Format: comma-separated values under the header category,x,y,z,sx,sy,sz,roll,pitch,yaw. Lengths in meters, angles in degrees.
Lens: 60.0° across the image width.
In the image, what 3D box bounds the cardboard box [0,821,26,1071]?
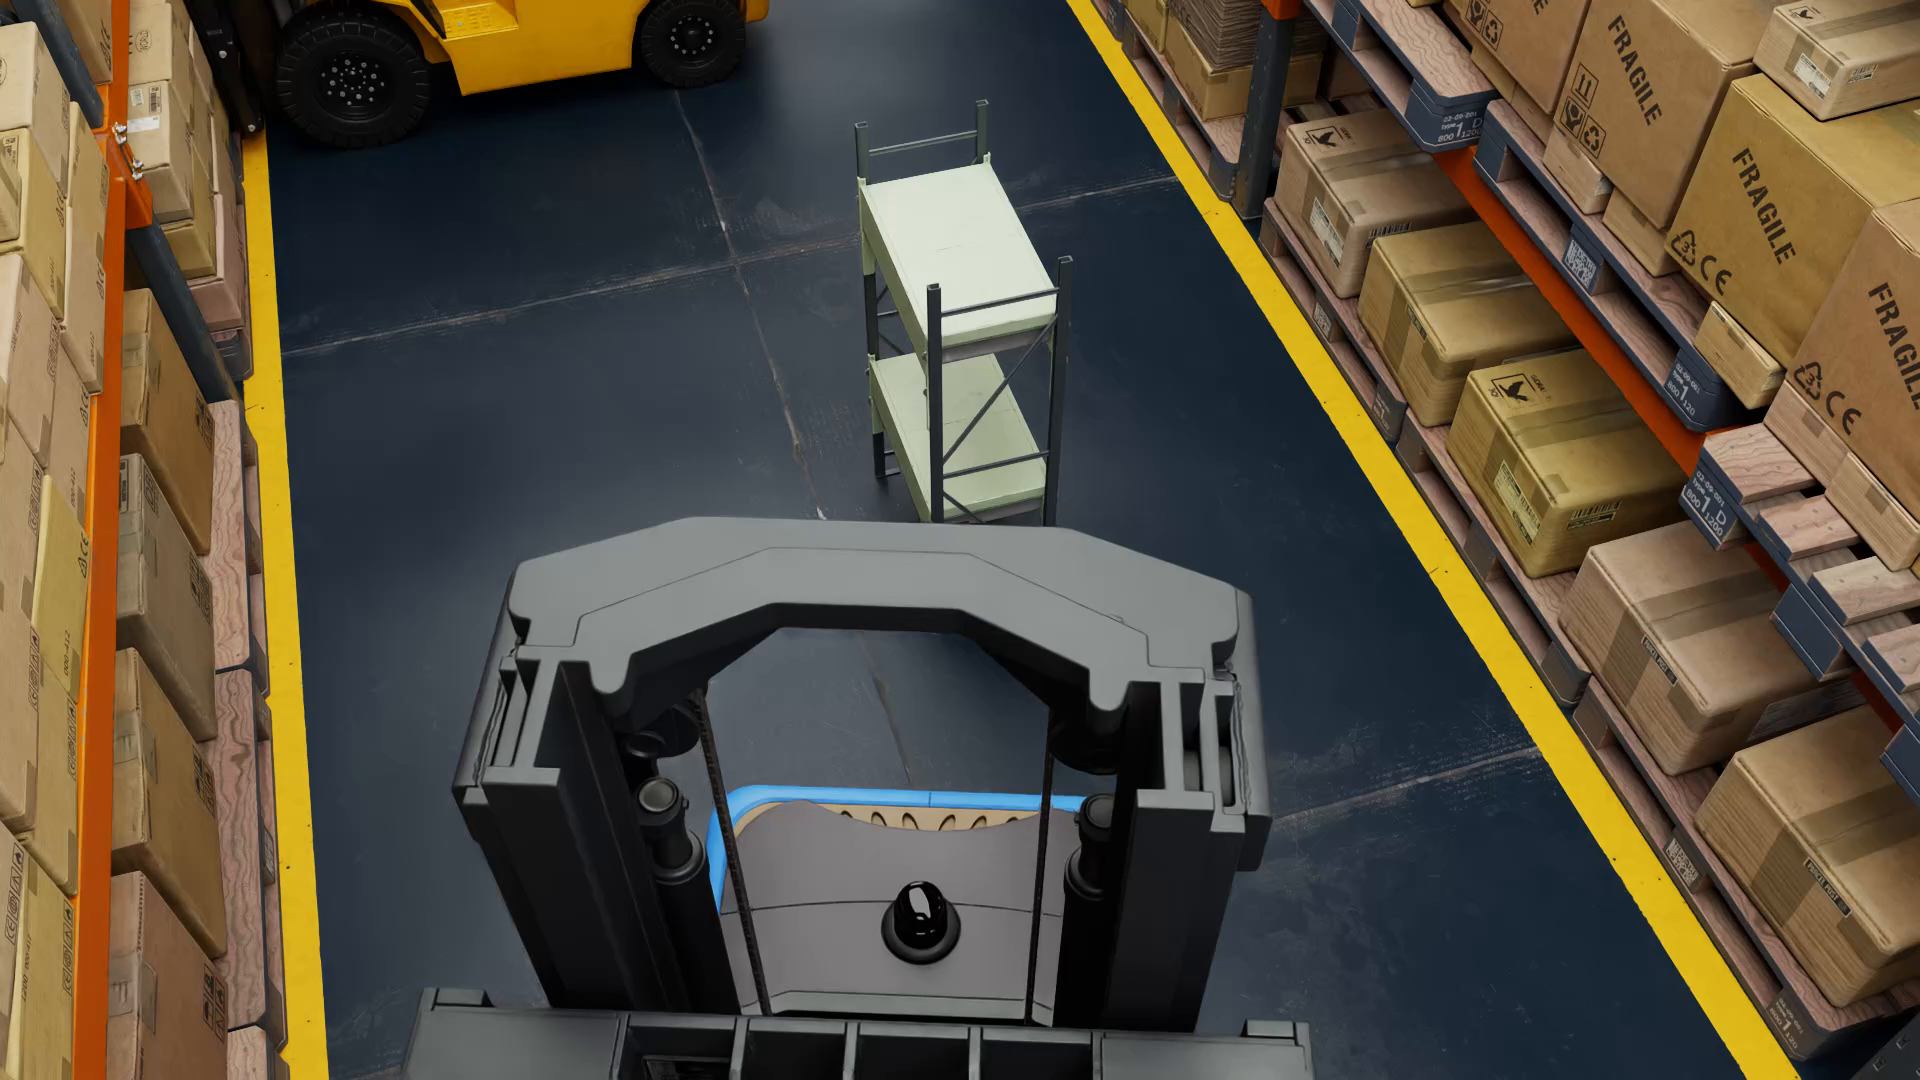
category,x,y,z,sx,sy,sz,roll,pitch,yaw
cardboard box,-1.978,0.754,2.924,0.500,0.250,0.500,-12,51,-10

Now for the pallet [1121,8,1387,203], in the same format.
category,x,y,z,sx,sy,sz,roll,pitch,yaw
pallet,1.392,-2.018,7.314,1.003,0.211,1.213,-13,51,-11

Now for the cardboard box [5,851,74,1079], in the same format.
category,x,y,z,sx,sy,sz,roll,pitch,yaw
cardboard box,-1.975,0.912,3.117,0.500,0.250,0.500,-14,51,-12

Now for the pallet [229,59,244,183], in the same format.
category,x,y,z,sx,sy,sz,roll,pitch,yaw
pallet,-3.675,-1.894,7.208,1.003,0.211,1.213,-13,51,-11

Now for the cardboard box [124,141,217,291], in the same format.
category,x,y,z,sx,sy,sz,roll,pitch,yaw
cardboard box,-2.964,-1.143,5.948,0.500,0.250,0.500,-14,51,-11

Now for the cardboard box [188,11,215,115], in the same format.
category,x,y,z,sx,sy,sz,roll,pitch,yaw
cardboard box,-3.252,-1.880,6.570,0.500,0.250,0.500,-14,51,-11

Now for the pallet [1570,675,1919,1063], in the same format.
category,x,y,z,sx,sy,sz,roll,pitch,yaw
pallet,2.578,0.814,4.925,1.003,0.211,1.213,-13,51,-11

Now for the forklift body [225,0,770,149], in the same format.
category,x,y,z,sx,sy,sz,roll,pitch,yaw
forklift body,-1.995,-2.985,6.860,2.313,2.155,1.214,-13,51,-11

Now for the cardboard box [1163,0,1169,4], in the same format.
category,x,y,z,sx,sy,sz,roll,pitch,yaw
cardboard box,1.041,-2.668,7.071,0.500,0.500,0.500,-12,51,-10

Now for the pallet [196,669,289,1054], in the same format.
category,x,y,z,sx,sy,sz,roll,pitch,yaw
pallet,-2.496,1.011,4.760,1.003,0.211,1.213,-13,51,-11

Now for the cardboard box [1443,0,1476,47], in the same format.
category,x,y,z,sx,sy,sz,roll,pitch,yaw
cardboard box,1.709,-1.640,5.060,0.380,0.149,0.250,-10,51,-9

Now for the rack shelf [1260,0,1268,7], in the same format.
category,x,y,z,sx,sy,sz,roll,pitch,yaw
rack shelf,1.033,-3.664,7.347,1.077,0.370,4.000,-13,51,-11

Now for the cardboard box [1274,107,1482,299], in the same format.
category,x,y,z,sx,sy,sz,roll,pitch,yaw
cardboard box,1.782,-1.341,6.362,0.950,0.372,0.625,-13,51,-11

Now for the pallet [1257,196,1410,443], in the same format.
category,x,y,z,sx,sy,sz,roll,pitch,yaw
pallet,1.856,-0.968,6.428,1.003,0.211,1.213,-13,51,-11

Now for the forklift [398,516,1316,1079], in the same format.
category,x,y,z,sx,sy,sz,roll,pitch,yaw
forklift,-0.130,1.459,2.603,1.130,2.935,3.031,2,50,2

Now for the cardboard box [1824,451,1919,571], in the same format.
category,x,y,z,sx,sy,sz,roll,pitch,yaw
cardboard box,2.220,-0.107,3.768,0.380,0.149,0.250,-14,51,-11

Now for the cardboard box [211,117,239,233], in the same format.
category,x,y,z,sx,sy,sz,roll,pitch,yaw
cardboard box,-3.107,-1.354,6.454,0.500,0.250,0.500,-14,51,-12

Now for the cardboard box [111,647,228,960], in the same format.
category,x,y,z,sx,sy,sz,roll,pitch,yaw
cardboard box,-2.504,0.816,4.379,0.875,0.625,0.625,-15,52,-12

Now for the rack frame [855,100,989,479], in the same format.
category,x,y,z,sx,sy,sz,roll,pitch,yaw
rack frame,-0.110,-0.756,5.406,0.400,1.500,0.023,-13,51,-11

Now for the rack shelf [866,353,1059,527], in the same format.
category,x,y,z,sx,sy,sz,roll,pitch,yaw
rack shelf,-0.002,-0.278,5.430,0.431,0.370,0.720,-13,51,-11

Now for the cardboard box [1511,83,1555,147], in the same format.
category,x,y,z,sx,sy,sz,roll,pitch,yaw
cardboard box,1.816,-1.262,4.741,0.380,0.149,0.250,-13,51,-11

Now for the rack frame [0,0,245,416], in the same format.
category,x,y,z,sx,sy,sz,roll,pitch,yaw
rack frame,-3.116,-1.310,4.892,1.000,3.000,0.127,-13,51,-11

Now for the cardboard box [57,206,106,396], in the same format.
category,x,y,z,sx,sy,sz,roll,pitch,yaw
cardboard box,-2.563,-0.586,4.381,0.500,0.250,0.500,-14,51,-11

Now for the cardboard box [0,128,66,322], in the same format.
category,x,y,z,sx,sy,sz,roll,pitch,yaw
cardboard box,-2.567,-0.748,4.189,0.500,0.250,0.500,-15,51,-12

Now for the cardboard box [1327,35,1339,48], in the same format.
category,x,y,z,sx,sy,sz,roll,pitch,yaw
cardboard box,1.708,-2.417,6.859,0.500,0.500,0.500,-11,51,-9

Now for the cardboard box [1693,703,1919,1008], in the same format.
category,x,y,z,sx,sy,sz,roll,pitch,yaw
cardboard box,2.650,0.783,4.572,0.950,0.372,0.625,-16,52,-13

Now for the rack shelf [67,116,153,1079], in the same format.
category,x,y,z,sx,sy,sz,roll,pitch,yaw
rack shelf,-2.524,0.383,3.936,1.077,0.370,4.000,-13,51,-11

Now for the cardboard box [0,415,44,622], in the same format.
category,x,y,z,sx,sy,sz,roll,pitch,yaw
cardboard box,-2.290,0.000,3.559,0.500,0.250,0.500,-13,51,-10

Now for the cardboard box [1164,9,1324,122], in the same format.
category,x,y,z,sx,sy,sz,roll,pitch,yaw
cardboard box,1.193,-2.055,7.044,0.500,0.250,0.500,-11,51,-9

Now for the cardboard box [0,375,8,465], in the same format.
category,x,y,z,sx,sy,sz,roll,pitch,yaw
cardboard box,-2.244,-0.249,3.508,0.380,0.149,0.250,-15,51,-12

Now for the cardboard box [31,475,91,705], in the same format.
category,x,y,z,sx,sy,sz,roll,pitch,yaw
cardboard box,-2.285,0.159,3.753,0.500,0.250,0.500,-12,51,-10

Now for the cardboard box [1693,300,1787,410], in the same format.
category,x,y,z,sx,sy,sz,roll,pitch,yaw
cardboard box,2.059,-0.491,4.091,0.380,0.149,0.250,-13,51,-10

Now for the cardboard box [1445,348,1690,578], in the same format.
category,x,y,z,sx,sy,sz,roll,pitch,yaw
cardboard box,2.205,-0.309,5.492,0.950,0.372,0.625,-12,51,-10

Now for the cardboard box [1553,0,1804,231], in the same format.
category,x,y,z,sx,sy,sz,roll,pitch,yaw
cardboard box,1.933,-1.188,4.255,0.500,0.500,0.500,-15,52,-12

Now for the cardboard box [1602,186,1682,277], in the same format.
category,x,y,z,sx,sy,sz,roll,pitch,yaw
cardboard box,1.952,-0.868,4.409,0.380,0.149,0.250,-15,51,-12

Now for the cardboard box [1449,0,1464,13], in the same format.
category,x,y,z,sx,sy,sz,roll,pitch,yaw
cardboard box,1.638,-1.925,4.876,0.500,0.500,0.500,-13,51,-11

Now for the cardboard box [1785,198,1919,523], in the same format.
category,x,y,z,sx,sy,sz,roll,pitch,yaw
cardboard box,2.244,-0.421,3.608,0.500,0.500,0.500,-14,51,-12

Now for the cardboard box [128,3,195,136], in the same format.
category,x,y,z,sx,sy,sz,roll,pitch,yaw
cardboard box,-3.101,-1.681,6.075,0.500,0.250,0.500,-13,51,-11

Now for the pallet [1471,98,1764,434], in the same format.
category,x,y,z,sx,sy,sz,roll,pitch,yaw
pallet,2.183,-0.888,4.662,1.003,0.211,1.213,-13,51,-11

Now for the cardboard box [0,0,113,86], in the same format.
category,x,y,z,sx,sy,sz,roll,pitch,yaw
cardboard box,-2.998,-1.725,5.177,0.500,0.500,0.500,-15,51,-12

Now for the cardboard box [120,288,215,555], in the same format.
category,x,y,z,sx,sy,sz,roll,pitch,yaw
cardboard box,-2.951,-0.301,5.320,0.875,0.625,0.625,-11,51,-9

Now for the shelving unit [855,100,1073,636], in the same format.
category,x,y,z,sx,sy,sz,roll,pitch,yaw
shelving unit,-0.002,-0.488,5.181,0.431,1.500,0.755,-13,51,-11
